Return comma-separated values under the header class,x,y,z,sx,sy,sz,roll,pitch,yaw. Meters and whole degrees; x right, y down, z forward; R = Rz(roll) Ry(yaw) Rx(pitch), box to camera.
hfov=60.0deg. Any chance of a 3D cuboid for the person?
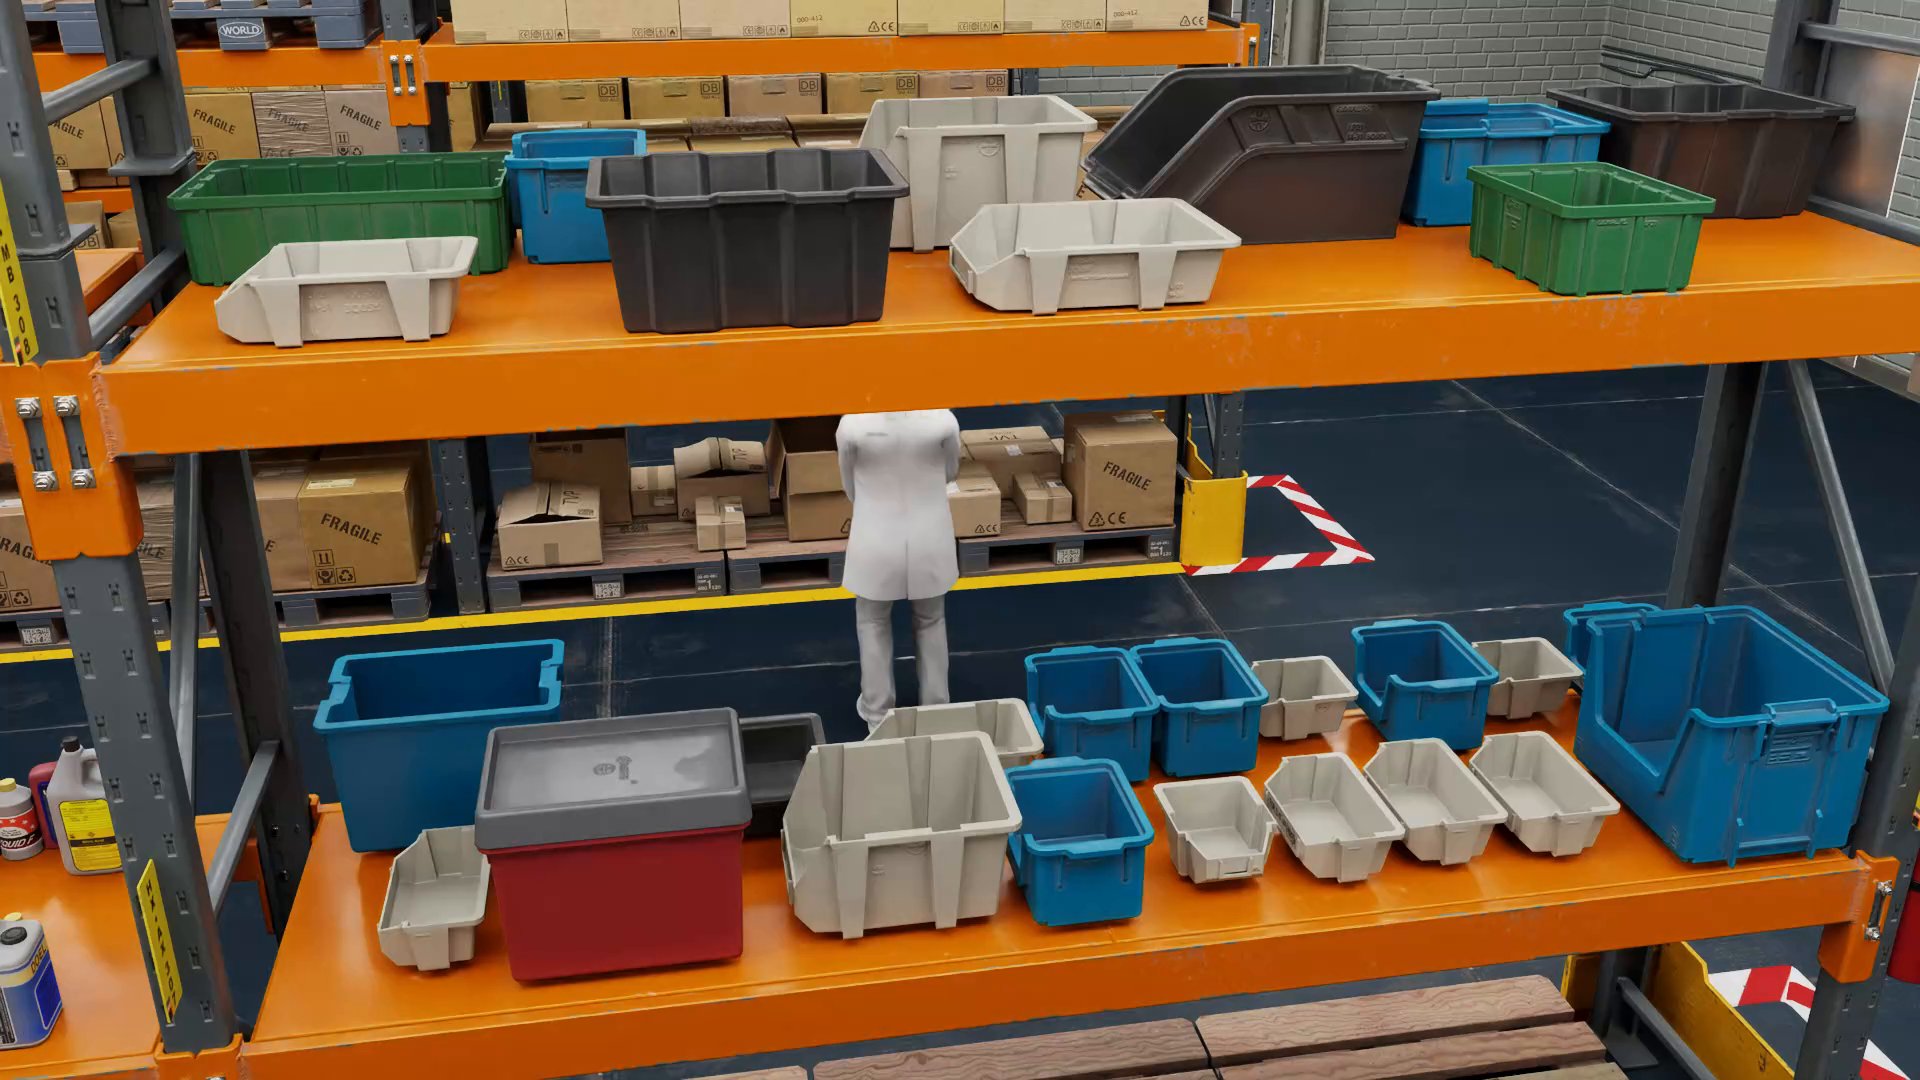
class,x,y,z,sx,sy,sz,roll,pitch,yaw
person,-0.275,-0.035,7.206,0.530,1.770,0.555,-4,23,-9
